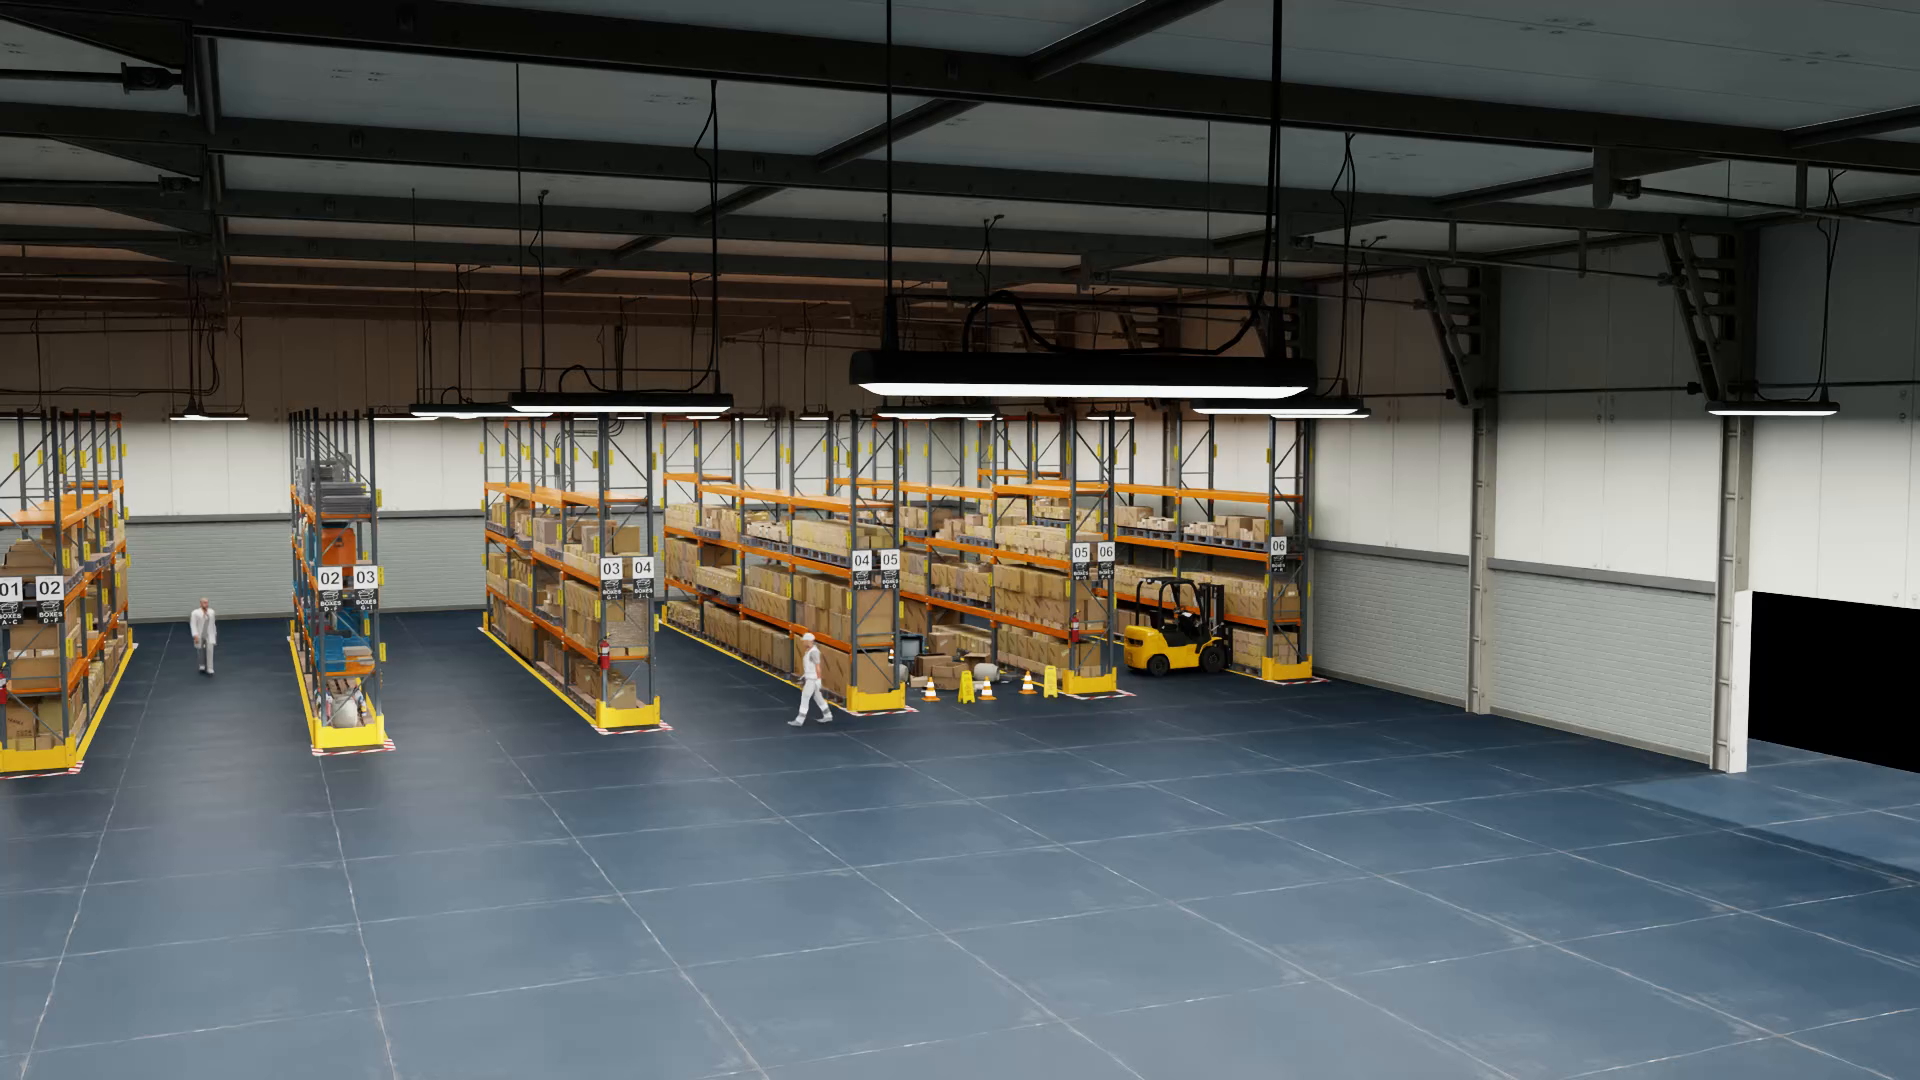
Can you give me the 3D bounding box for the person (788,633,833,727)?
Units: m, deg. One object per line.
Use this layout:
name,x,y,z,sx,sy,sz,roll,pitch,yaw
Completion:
person,-2.859,2.638,31.577,0.911,1.753,0.566,-1,4,-15

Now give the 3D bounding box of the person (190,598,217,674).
person,-17.290,2.186,37.998,0.553,1.715,1.171,-2,4,-27

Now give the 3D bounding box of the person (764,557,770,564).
person,-5.973,1.330,51.679,0.479,1.606,0.488,4,6,44

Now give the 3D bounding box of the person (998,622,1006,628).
person,1.196,1.552,45.170,0.416,1.642,0.506,3,5,37
